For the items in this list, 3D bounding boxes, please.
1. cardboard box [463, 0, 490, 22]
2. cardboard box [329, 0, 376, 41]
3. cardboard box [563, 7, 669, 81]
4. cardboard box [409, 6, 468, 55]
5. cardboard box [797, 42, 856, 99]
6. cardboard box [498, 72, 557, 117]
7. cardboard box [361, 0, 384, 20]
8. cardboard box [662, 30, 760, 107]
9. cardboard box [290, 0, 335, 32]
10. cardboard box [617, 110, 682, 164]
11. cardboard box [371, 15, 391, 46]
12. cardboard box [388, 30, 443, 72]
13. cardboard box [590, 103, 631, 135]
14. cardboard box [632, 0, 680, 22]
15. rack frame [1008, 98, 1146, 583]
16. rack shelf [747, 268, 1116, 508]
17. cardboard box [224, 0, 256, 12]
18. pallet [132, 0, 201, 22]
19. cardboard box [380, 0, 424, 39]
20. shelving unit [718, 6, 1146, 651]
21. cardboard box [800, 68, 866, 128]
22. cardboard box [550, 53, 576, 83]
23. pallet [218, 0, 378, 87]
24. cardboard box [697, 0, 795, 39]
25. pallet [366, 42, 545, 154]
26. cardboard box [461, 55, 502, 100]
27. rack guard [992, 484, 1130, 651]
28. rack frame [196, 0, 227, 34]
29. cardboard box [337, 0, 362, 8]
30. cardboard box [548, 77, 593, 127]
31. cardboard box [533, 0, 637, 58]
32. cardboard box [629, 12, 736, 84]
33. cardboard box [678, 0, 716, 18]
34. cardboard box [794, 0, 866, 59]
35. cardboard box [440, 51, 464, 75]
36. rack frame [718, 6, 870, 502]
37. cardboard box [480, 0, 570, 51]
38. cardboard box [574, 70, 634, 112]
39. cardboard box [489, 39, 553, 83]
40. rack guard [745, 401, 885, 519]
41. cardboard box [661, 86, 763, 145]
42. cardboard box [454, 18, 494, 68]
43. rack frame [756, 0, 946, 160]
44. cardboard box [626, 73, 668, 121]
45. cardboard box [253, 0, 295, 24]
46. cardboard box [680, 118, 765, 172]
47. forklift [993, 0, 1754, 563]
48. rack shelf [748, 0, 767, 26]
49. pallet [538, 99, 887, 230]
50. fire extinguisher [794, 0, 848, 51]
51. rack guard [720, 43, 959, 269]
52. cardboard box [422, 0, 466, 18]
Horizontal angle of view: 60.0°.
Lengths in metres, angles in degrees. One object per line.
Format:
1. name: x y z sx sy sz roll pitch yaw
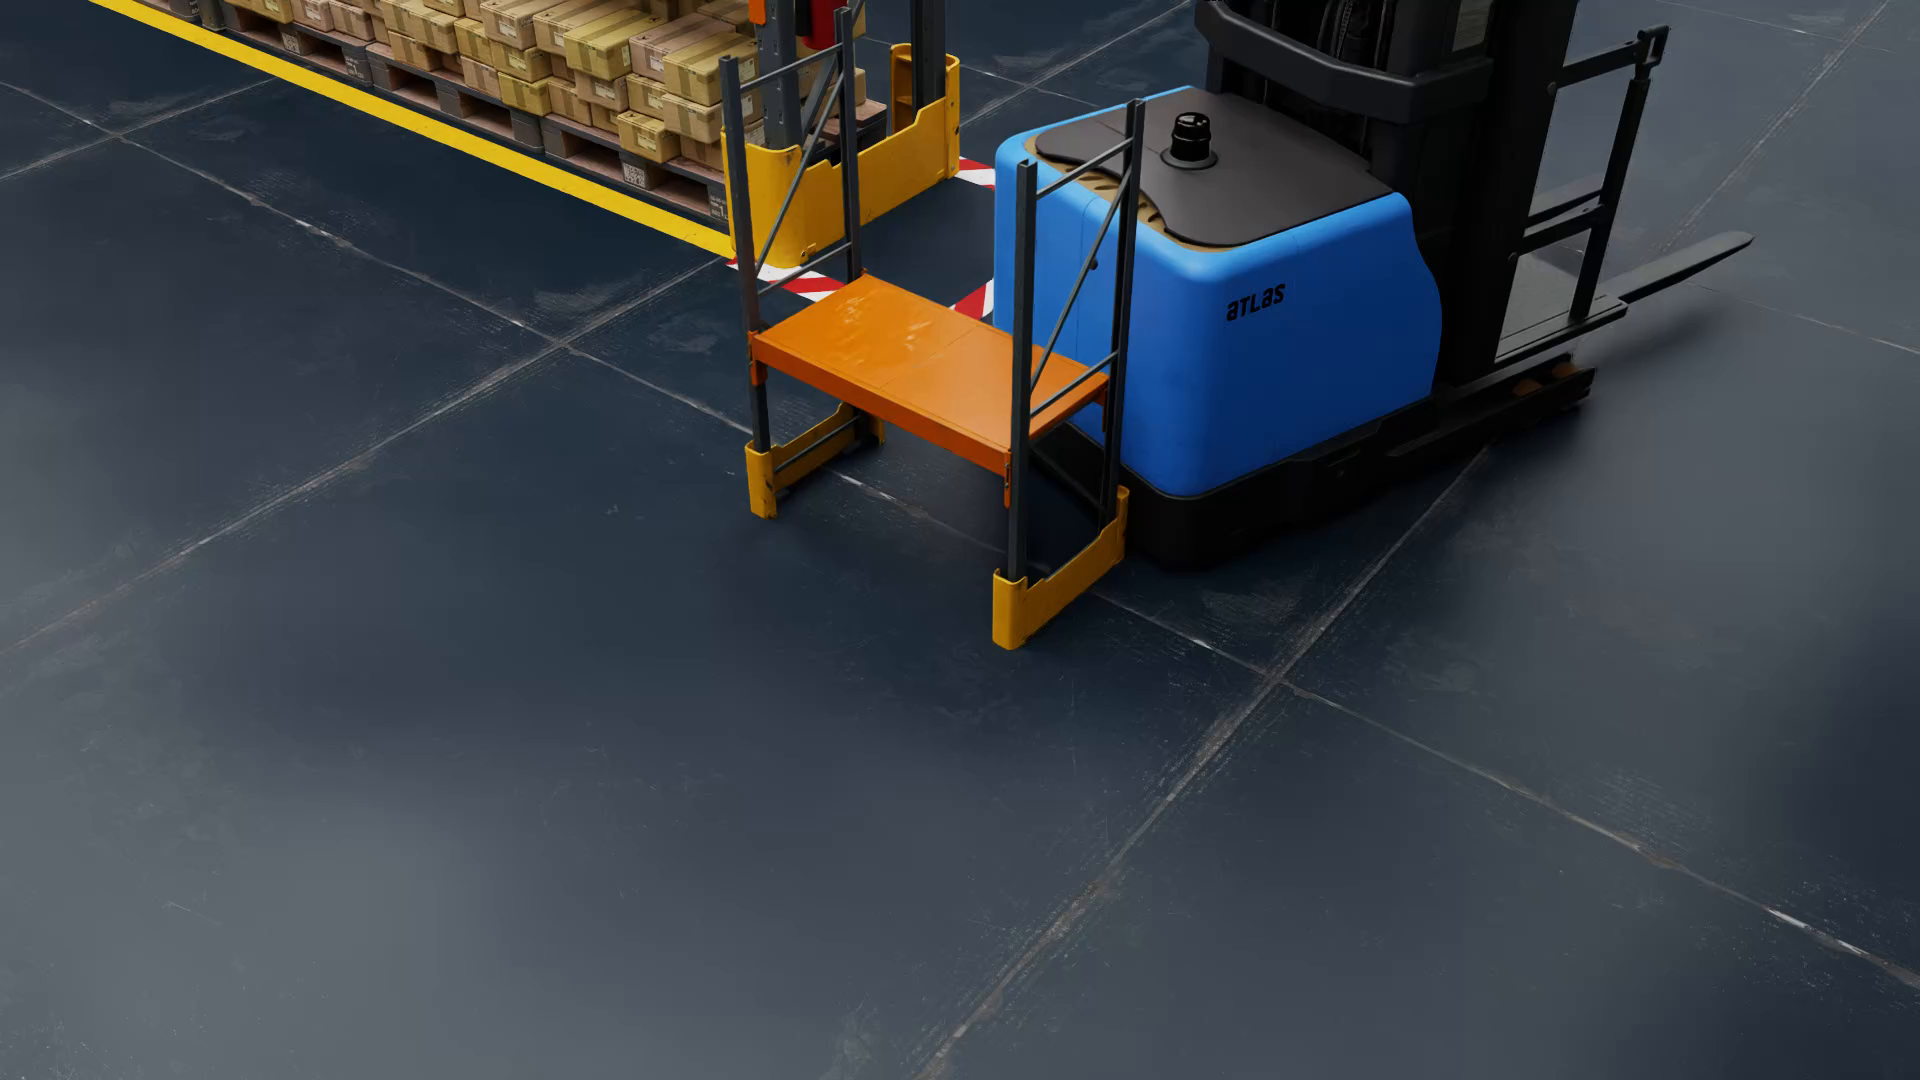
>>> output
1. cardboard box: -1.986 -2.431 7.411 0.250 0.149 0.380 24 44 27
2. cardboard box: -2.818 -2.577 8.080 0.250 0.149 0.380 24 44 28
3. cardboard box: -1.429 -2.076 6.958 0.250 0.149 0.380 24 44 28
4. cardboard box: -2.261 -2.362 7.564 0.250 0.149 0.380 26 45 29
5. cardboard box: -0.667 -2.050 7.166 0.250 0.149 0.380 27 46 30
6. cardboard box: -1.820 -2.045 7.400 0.250 0.149 0.380 23 44 27
7. cardboard box: -2.603 -2.592 7.858 0.250 0.149 0.380 27 46 30
8. cardboard box: -0.982 -1.919 6.757 0.250 0.149 0.380 26 45 29
9. cardboard box: -3.050 -2.648 8.171 0.250 0.149 0.380 25 44 28
10. cardboard box: -1.218 -1.752 7.027 0.250 0.149 0.380 27 45 30
11. cardboard box: -2.583 -2.494 7.974 0.250 0.149 0.380 23 44 27
12. cardboard box: -2.435 -2.349 7.789 0.250 0.149 0.380 24 44 27
13. cardboard box: -1.375 -1.894 7.207 0.250 0.149 0.380 25 44 28
14. cardboard box: -1.279 -2.461 7.450 0.250 0.149 0.380 23 44 27
15. rack frame: 0.305 -0.419 4.569 0.032 1.500 0.500 27 45 30
16. rack shelf: -0.087 -0.477 4.934 1.000 0.185 0.538 27 45 30
17. cardboard box: -3.490 -2.815 8.384 0.250 0.149 0.380 23 44 27
18. pallet: -4.204 -3.259 9.241 1.213 0.211 1.003 25 45 29
19. cardboard box: -2.441 -2.466 7.698 0.250 0.149 0.380 25 44 28
20. shelving unit: -0.080 -0.615 4.818 1.083 1.500 0.587 27 45 30
21. cardboard box: -0.629 -1.964 7.297 0.250 0.149 0.380 26 45 29
22. cardboard box: -1.565 -2.131 7.269 0.250 0.149 0.380 25 44 28
23. pallet: -3.029 -2.734 8.571 1.213 0.211 1.003 25 45 29
24. cardboard box: -0.909 -2.252 7.182 0.250 0.149 0.380 26 45 29
25. pallet: -2.056 -2.277 7.987 1.213 0.211 1.003 25 45 29
26. cardboard box: -2.025 -2.157 7.543 0.250 0.149 0.380 26 45 29
27. rack guard: 0.305 0.072 4.955 0.087 0.250 0.587 27 45 30
28. rack frame: -3.584 -4.066 8.010 0.127 3.000 1.000 25 45 29
29. cardboard box: -2.807 -2.707 8.004 0.250 0.149 0.380 23 44 26
30. cardboard box: -1.579 -1.980 7.317 0.250 0.149 0.380 26 45 29
31. cardboard box: -1.596 -2.204 7.121 0.250 0.149 0.380 23 44 27
32. cardboard box: -1.146 -2.041 6.913 0.250 0.149 0.380 26 45 29
33. cardboard box: -1.031 -2.409 7.383 0.250 0.149 0.380 25 45 28
34. cardboard box: -0.617 -2.208 7.126 0.250 0.149 0.380 23 44 27
35. cardboard box: -2.180 -2.288 7.711 0.250 0.149 0.380 27 45 30
36. rack frame: -0.480 -0.817 5.077 0.032 1.500 0.500 27 45 30
37. cardboard box: -1.844 -2.278 7.215 0.250 0.149 0.380 27 45 30
38. cardboard box: -1.414 -1.980 7.076 0.250 0.149 0.380 23 44 27
39. cardboard box: -1.833 -2.167 7.315 0.250 0.149 0.380 26 45 29
40. rack guard: -0.465 -0.317 5.453 0.087 0.250 0.587 27 45 30
41. cardboard box: -1.000 -1.786 6.828 0.250 0.149 0.380 24 44 27
42. cardboard box: -2.025 -2.272 7.450 0.250 0.149 0.380 28 46 31
43. rack frame: -0.407 -2.568 6.097 0.127 3.000 1.000 25 45 29
44. cardboard box: -1.175 -1.910 6.987 0.250 0.149 0.380 24 44 28
45. cardboard box: -3.279 -2.715 8.257 0.250 0.149 0.380 27 45 30
46. cardboard box: -0.952 -1.706 6.967 0.250 0.149 0.380 26 45 29
47. forklift: 1.601 -1.791 5.160 3.031 2.935 1.130 -22 43 -26
48. rack shelf: -1.996 -3.034 7.275 4.000 0.370 1.077 25 45 29
49. pallet: -1.091 -1.820 7.403 1.213 0.211 1.003 25 45 29
50. fire extinguisher: -0.487 -2.070 5.826 0.183 0.674 0.296 25 45 29
51. rack guard: -0.467 -1.612 6.904 0.348 0.500 1.175 25 45 29
52. cardboard box: -2.211 -2.515 7.518 0.250 0.149 0.380 25 45 29
